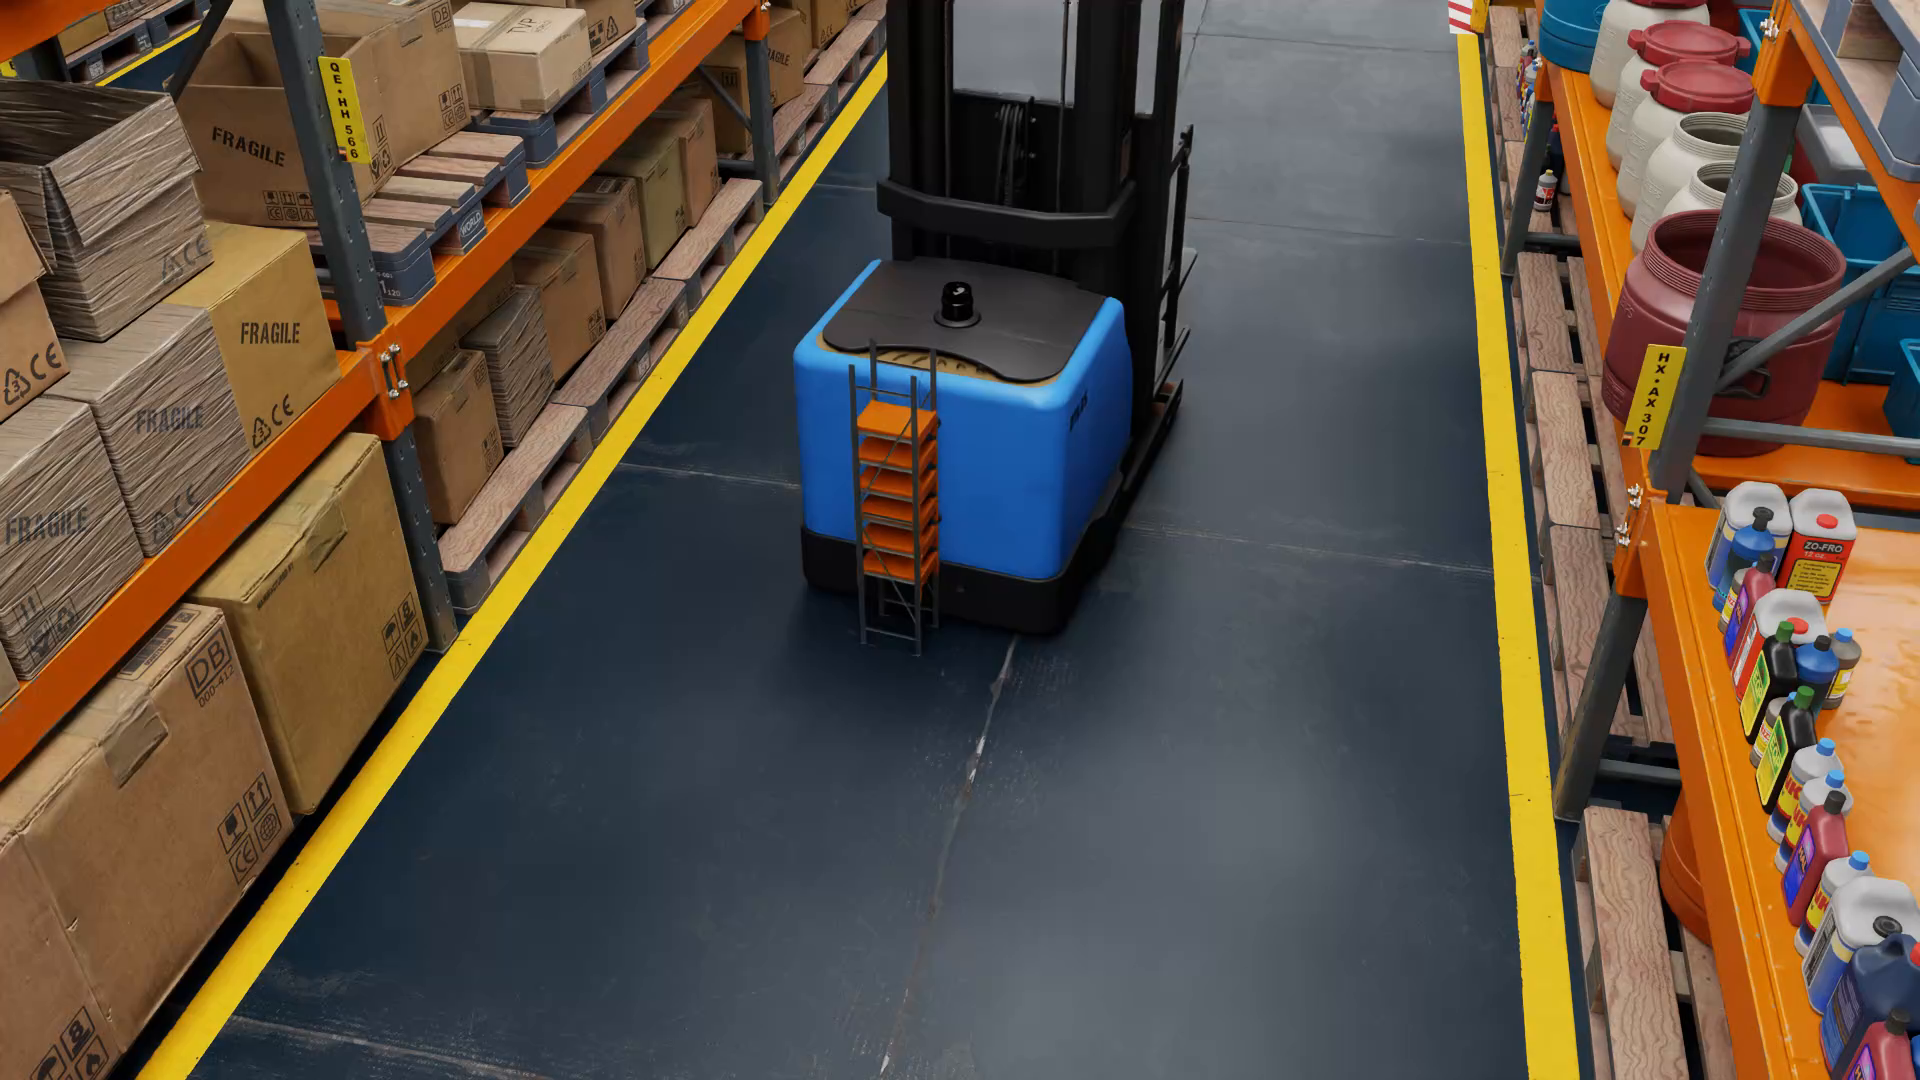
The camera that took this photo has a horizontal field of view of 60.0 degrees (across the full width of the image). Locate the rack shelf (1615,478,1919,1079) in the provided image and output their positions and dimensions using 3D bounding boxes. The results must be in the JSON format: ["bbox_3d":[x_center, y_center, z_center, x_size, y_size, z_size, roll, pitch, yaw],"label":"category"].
[{"bbox_3d":[2.028,1.176,3.184,1.077,0.370,4.000,7,37,10],"label":"rack shelf"}]

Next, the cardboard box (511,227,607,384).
[{"bbox_3d":[-2.040,-1.081,7.440,0.700,0.500,0.500,10,37,14],"label":"cardboard box"}]

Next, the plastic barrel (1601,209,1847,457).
[{"bbox_3d":[2.258,-0.621,4.934,0.600,0.536,0.708,7,37,10],"label":"plastic barrel"}]

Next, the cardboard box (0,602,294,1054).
[{"bbox_3d":[-2.749,0.711,4.666,1.225,0.875,0.875,7,37,10],"label":"cardboard box"}]

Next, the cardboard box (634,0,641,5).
[{"bbox_3d":[-1.836,-3.151,7.672,1.000,1.000,1.000,8,37,10],"label":"cardboard box"}]

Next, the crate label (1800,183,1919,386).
[{"bbox_3d":[2.932,-0.812,5.284,0.502,0.435,0.616,7,37,10],"label":"crate label"}]

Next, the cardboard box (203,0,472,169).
[{"bbox_3d":[-2.286,-1.740,6.152,0.700,0.500,0.500,13,38,17],"label":"cardboard box"}]

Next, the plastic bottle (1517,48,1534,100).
[{"bbox_3d":[3.406,-2.798,9.995,0.061,0.283,0.133,8,37,11],"label":"plastic bottle"}]

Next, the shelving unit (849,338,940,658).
[{"bbox_3d":[-0.225,-0.124,5.898,0.258,1.200,0.189,12,38,16],"label":"shelving unit"}]

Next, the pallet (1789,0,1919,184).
[{"bbox_3d":[2.196,-0.973,3.142,1.003,0.211,1.213,7,37,10],"label":"pallet"}]

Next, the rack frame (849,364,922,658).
[{"bbox_3d":[-0.255,-0.073,5.828,0.240,1.200,0.006,12,38,16],"label":"rack frame"}]

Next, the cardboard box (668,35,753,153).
[{"bbox_3d":[-1.405,-2.558,9.495,0.500,0.500,0.500,6,36,9],"label":"cardboard box"}]

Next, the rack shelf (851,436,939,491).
[{"bbox_3d":[-0.225,-0.282,5.783,0.258,0.103,0.180,12,38,16],"label":"rack shelf"}]

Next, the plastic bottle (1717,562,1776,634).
[{"bbox_3d":[1.975,0.145,4.163,0.097,0.201,0.097,0,36,0],"label":"plastic bottle"}]

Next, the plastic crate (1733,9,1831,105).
[{"bbox_3d":[3.378,-1.877,6.797,0.392,0.384,0.575,7,37,10],"label":"plastic crate"}]

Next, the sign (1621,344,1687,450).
[{"bbox_3d":[1.916,-0.393,4.597,0.100,0.325,0.005,7,37,10],"label":"sign"}]

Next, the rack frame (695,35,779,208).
[{"bbox_3d":[-1.529,-3.176,8.576,1.000,3.000,0.127,7,37,10],"label":"rack frame"}]

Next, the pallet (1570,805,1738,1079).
[{"bbox_3d":[2.328,1.325,4.742,1.003,0.211,1.213,7,37,10],"label":"pallet"}]

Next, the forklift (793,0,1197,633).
[{"bbox_3d":[0.366,-1.706,6.606,1.130,2.935,3.031,12,38,16],"label":"forklift"}]

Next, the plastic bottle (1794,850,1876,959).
[{"bbox_3d":[1.749,0.723,3.306,0.097,0.271,0.097,0,36,0],"label":"plastic bottle"}]

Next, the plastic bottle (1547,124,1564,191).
[{"bbox_3d":[3.166,-2.066,8.927,0.144,0.351,0.185,6,36,9],"label":"plastic bottle"}]

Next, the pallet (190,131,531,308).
[{"bbox_3d":[-2.335,-1.227,6.050,1.213,0.211,1.003,7,37,10],"label":"pallet"}]

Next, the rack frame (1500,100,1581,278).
[{"bbox_3d":[3.310,-2.555,7.719,1.000,3.000,0.127,7,37,10],"label":"rack frame"}]

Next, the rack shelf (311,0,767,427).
[{"bbox_3d":[-1.956,-1.738,7.205,1.077,0.370,4.000,7,37,10],"label":"rack shelf"}]

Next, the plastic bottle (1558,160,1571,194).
[{"bbox_3d":[3.306,-2.048,8.902,0.144,0.351,0.185,7,37,10],"label":"plastic bottle"}]

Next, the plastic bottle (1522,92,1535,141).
[{"bbox_3d":[3.314,-2.423,9.484,0.152,0.276,0.135,8,37,11],"label":"plastic bottle"}]

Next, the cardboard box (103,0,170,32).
[{"bbox_3d":[-5.961,-4.034,11.213,0.875,0.875,0.875,8,37,10],"label":"cardboard box"}]

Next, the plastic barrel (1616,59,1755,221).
[{"bbox_3d":[2.642,-1.420,6.038,0.433,0.535,0.433,0,36,0],"label":"plastic barrel"}]

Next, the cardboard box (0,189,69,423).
[{"bbox_3d":[-2.697,-0.539,3.997,0.797,0.503,0.637,8,37,11],"label":"cardboard box"}]

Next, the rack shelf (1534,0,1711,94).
[{"bbox_3d":[3.737,-3.410,9.512,1.077,0.370,4.000,7,37,10],"label":"rack shelf"}]

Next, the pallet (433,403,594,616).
[{"bbox_3d":[-2.215,-0.201,6.848,1.003,0.211,1.213,7,37,10],"label":"pallet"}]

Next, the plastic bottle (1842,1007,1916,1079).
[{"bbox_3d":[1.638,0.965,2.961,0.061,0.283,0.133,7,37,10],"label":"plastic bottle"}]

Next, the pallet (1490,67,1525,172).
[{"bbox_3d":[3.752,-2.507,10.029,1.003,0.211,1.213,7,37,10],"label":"pallet"}]

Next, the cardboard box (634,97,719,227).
[{"bbox_3d":[-1.681,-1.992,8.698,0.700,0.500,0.500,5,36,6],"label":"cardboard box"}]

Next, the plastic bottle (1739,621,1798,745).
[{"bbox_3d":[1.875,0.330,3.839,0.061,0.283,0.133,7,37,10],"label":"plastic bottle"}]

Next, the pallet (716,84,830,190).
[{"bbox_3d":[-1.420,-2.436,9.931,1.003,0.211,1.213,7,37,10],"label":"pallet"}]

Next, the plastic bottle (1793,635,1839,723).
[{"bbox_3d":[1.956,0.334,3.843,0.097,0.271,0.097,0,36,0],"label":"plastic bottle"}]

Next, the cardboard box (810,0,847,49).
[{"bbox_3d":[-1.071,-3.567,10.888,0.500,0.500,0.500,11,37,14],"label":"cardboard box"}]

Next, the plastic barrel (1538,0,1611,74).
[{"bbox_3d":[2.931,-2.574,7.319,0.600,0.901,0.708,7,37,10],"label":"plastic barrel"}]

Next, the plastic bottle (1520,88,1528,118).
[{"bbox_3d":[3.357,-2.582,9.766,0.097,0.201,0.097,0,36,0],"label":"plastic bottle"}]

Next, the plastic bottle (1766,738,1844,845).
[{"bbox_3d":[1.819,0.535,3.565,0.097,0.271,0.097,0,36,0],"label":"plastic bottle"}]

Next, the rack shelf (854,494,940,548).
[{"bbox_3d":[-0.225,-0.088,5.924,0.258,0.103,0.180,12,38,16],"label":"rack shelf"}]

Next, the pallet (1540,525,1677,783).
[{"bbox_3d":[2.659,0.428,5.979,1.003,0.211,1.213,7,37,10],"label":"pallet"}]

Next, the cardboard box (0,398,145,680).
[{"bbox_3d":[-2.467,-0.026,4.144,0.500,0.500,0.500,6,36,8],"label":"cardboard box"}]
